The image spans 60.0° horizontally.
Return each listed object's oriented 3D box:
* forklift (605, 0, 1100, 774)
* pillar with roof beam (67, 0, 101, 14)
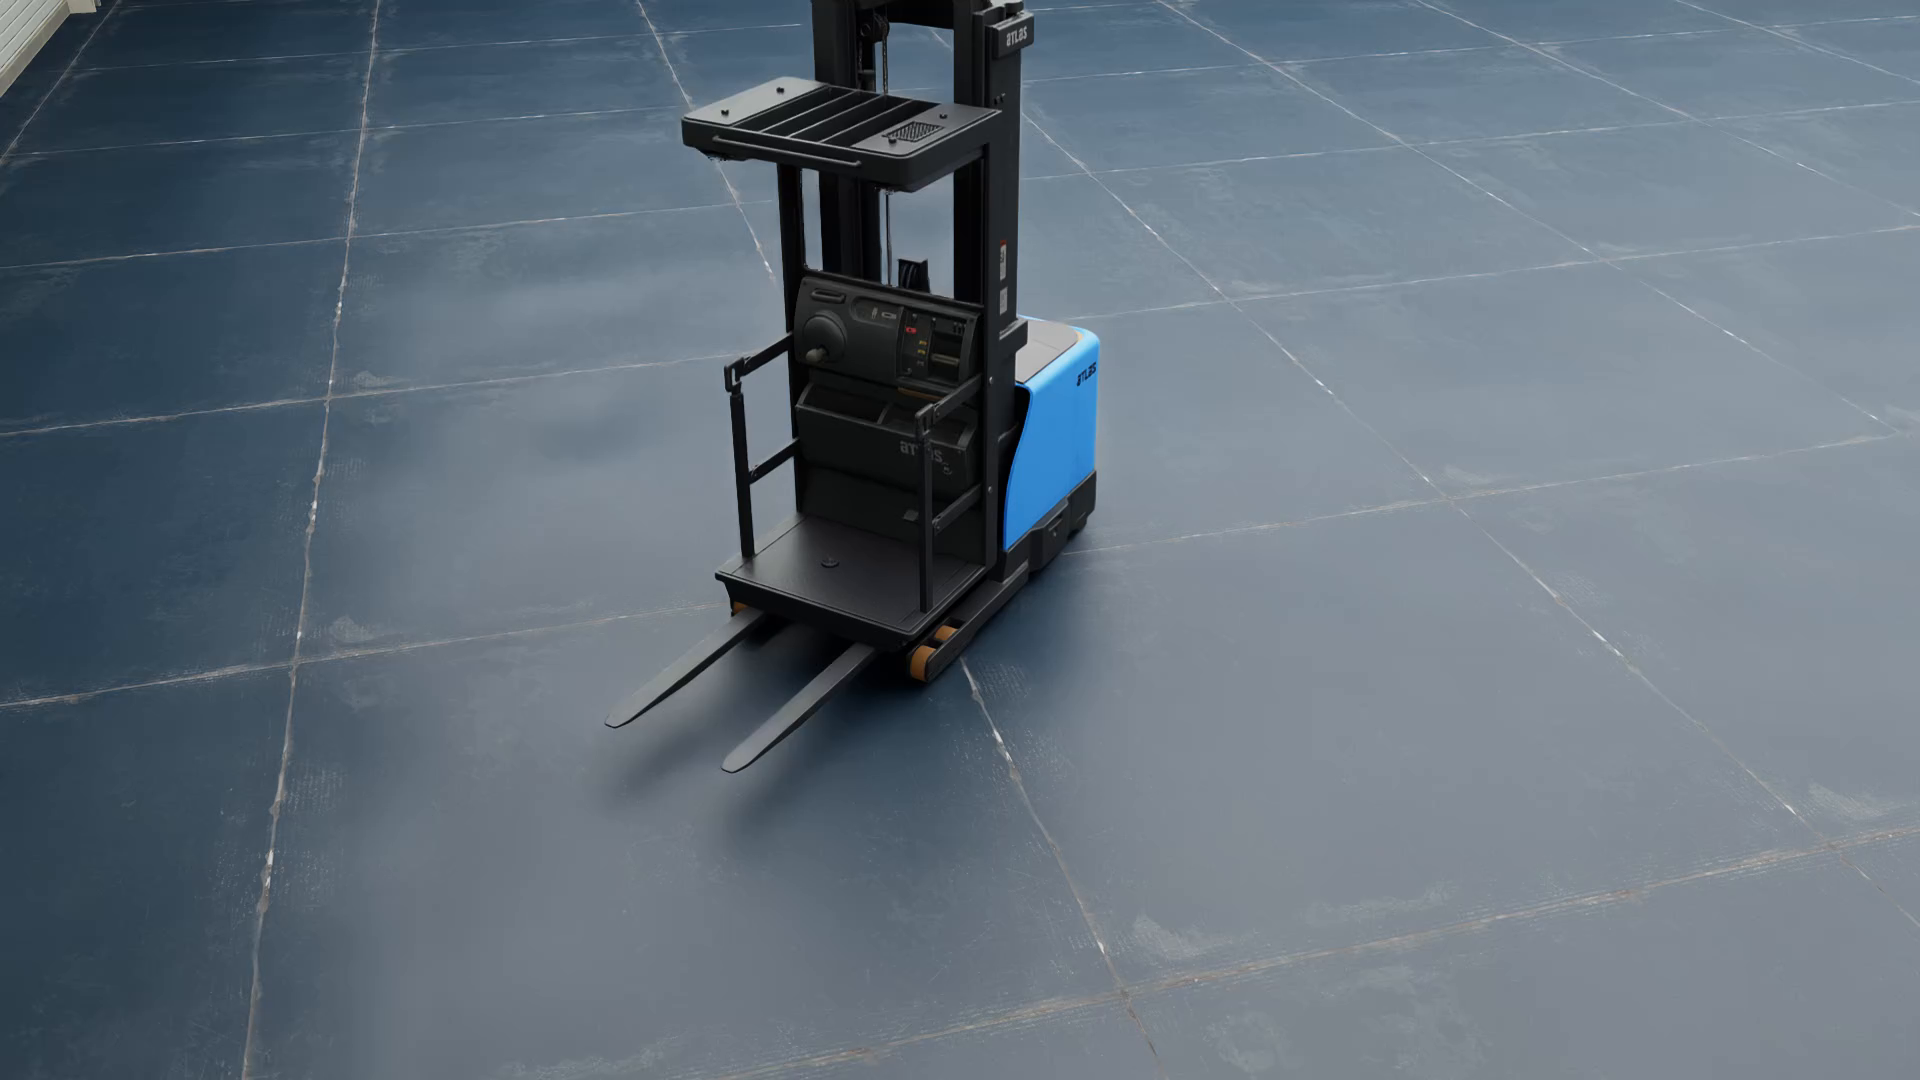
[{"bbox_3d":[-0.448,-0.879,7.343,1.130,2.935,3.031,16,34,26],"label":"forklift"},{"bbox_3d":[-6.126,-10.695,18.245,9.100,9.000,0.400,-8,31,-13],"label":"pillar with roof beam"}]
